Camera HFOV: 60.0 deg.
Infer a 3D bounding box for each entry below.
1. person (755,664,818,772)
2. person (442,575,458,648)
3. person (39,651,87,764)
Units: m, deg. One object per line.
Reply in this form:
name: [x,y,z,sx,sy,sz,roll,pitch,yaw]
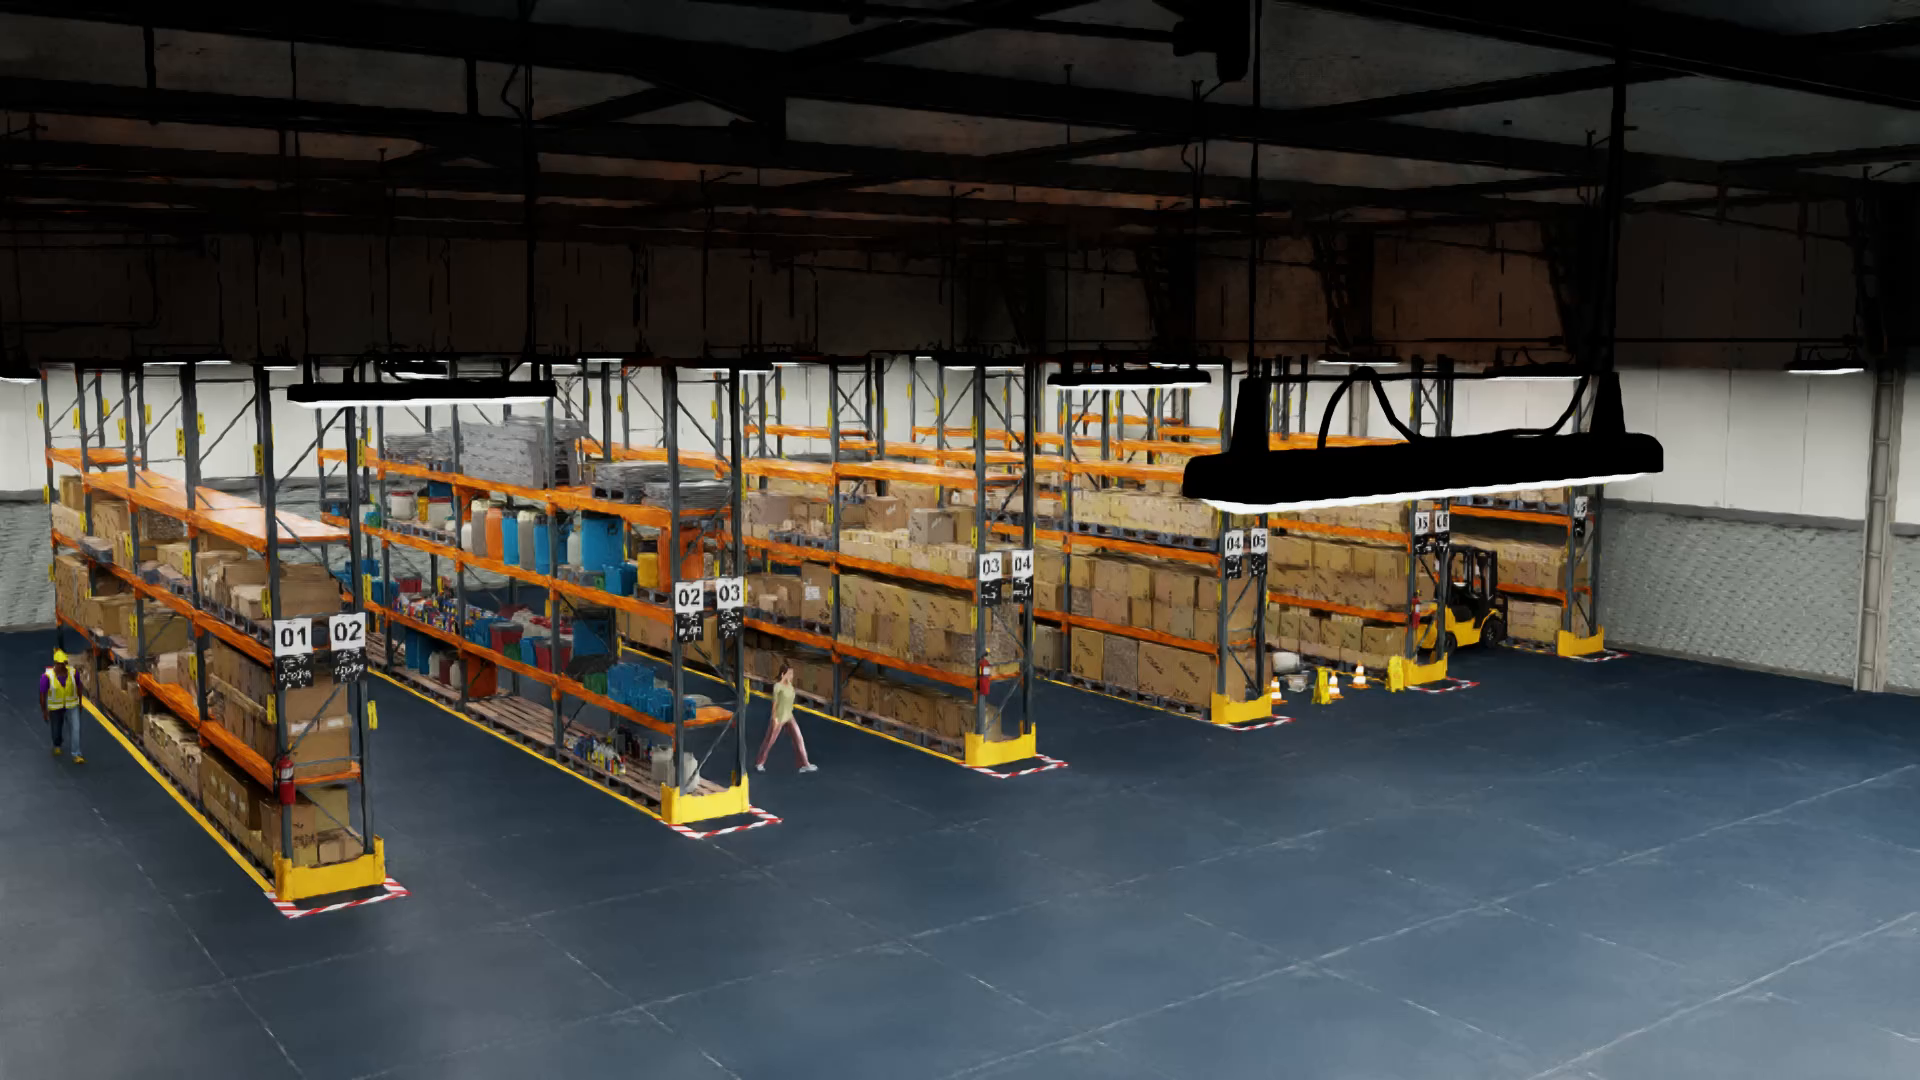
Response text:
person: [-2.590,2.611,24.376,0.952,1.622,0.484,4,8,30]
person: [-10.328,1.510,33.263,0.799,1.656,0.676,4,8,33]
person: [-13.475,2.493,24.956,0.577,1.687,1.121,-5,8,-34]
